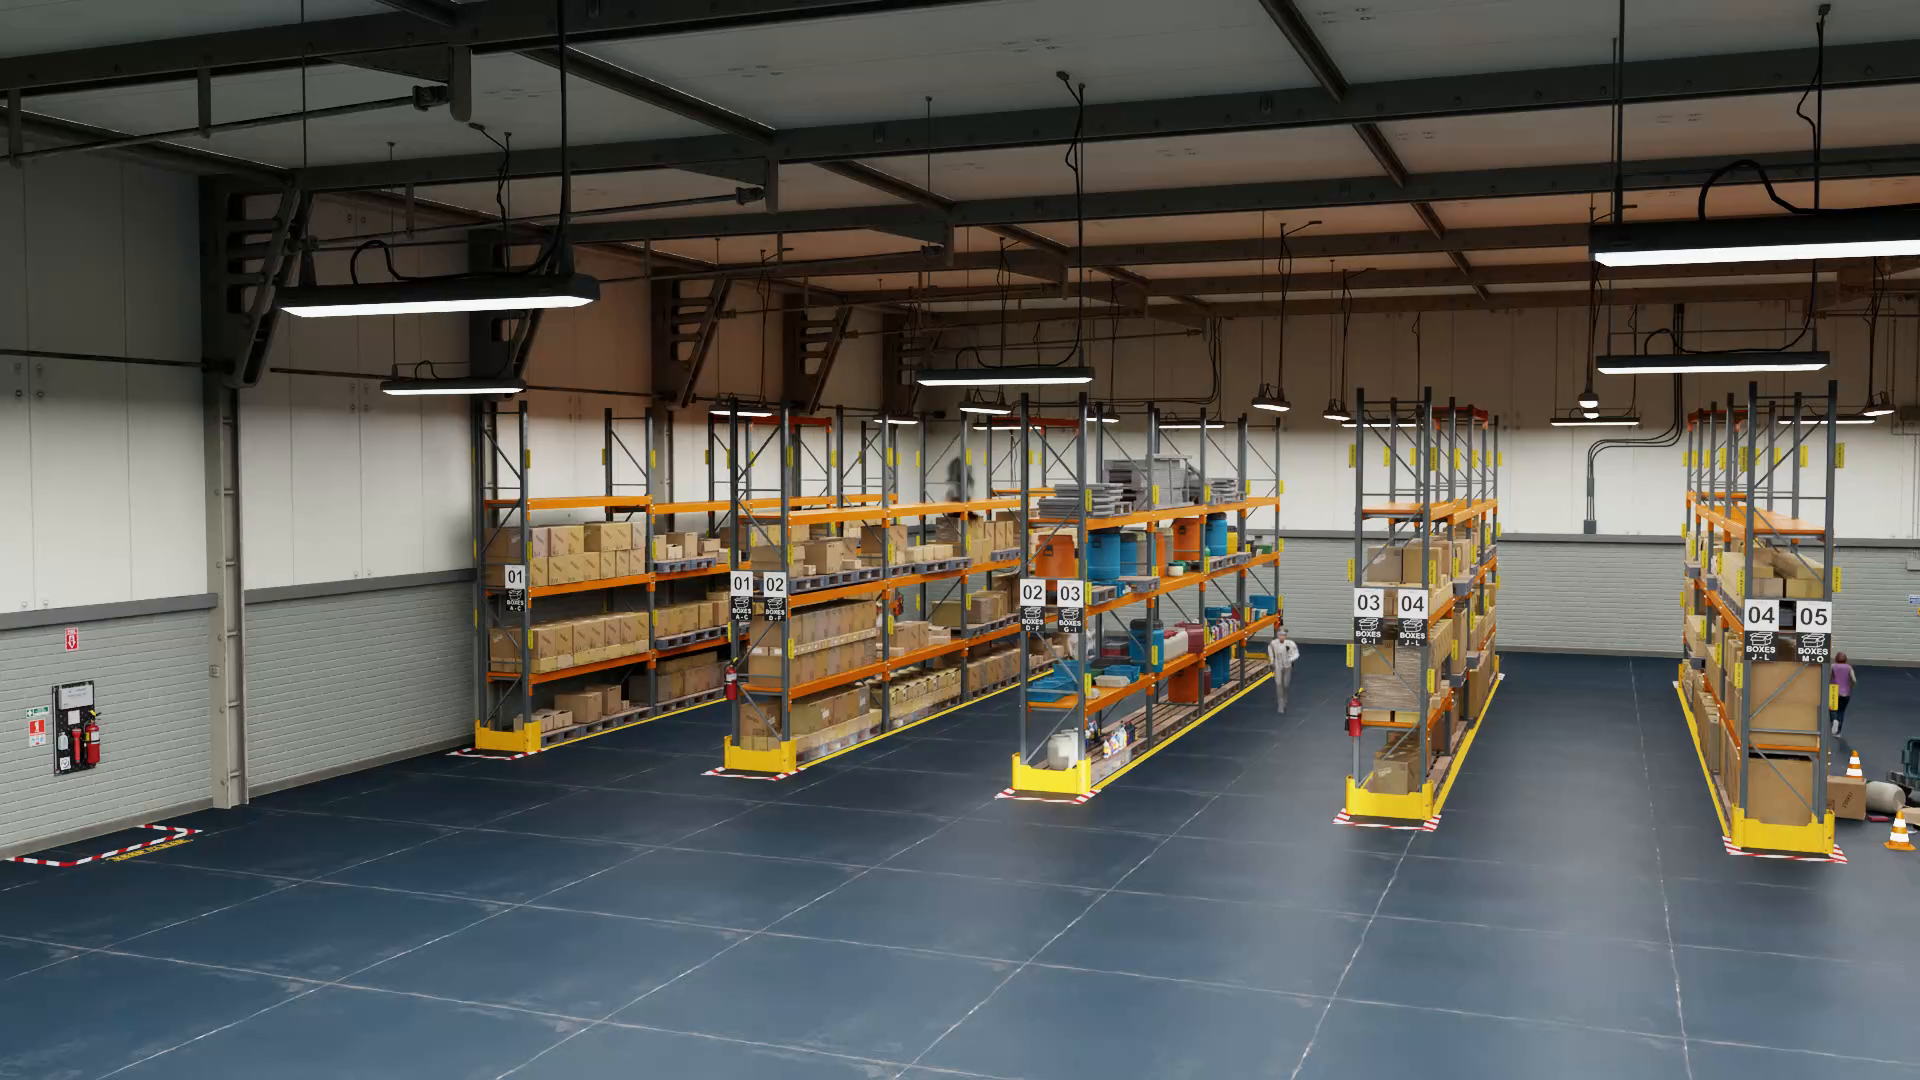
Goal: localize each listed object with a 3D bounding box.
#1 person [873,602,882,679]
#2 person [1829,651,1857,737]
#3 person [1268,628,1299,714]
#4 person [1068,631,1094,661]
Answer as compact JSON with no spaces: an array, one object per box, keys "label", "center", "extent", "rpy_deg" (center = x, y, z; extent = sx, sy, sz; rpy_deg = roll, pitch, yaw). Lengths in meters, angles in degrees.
[{"label":"person","center":[-1.901,2.271,37.114],"extent":[0.639,1.776,0.968],"rpy_deg":[0,3,10]},{"label":"person","center":[15.787,2.773,29.833],"extent":[0.520,1.554,0.533],"rpy_deg":[1,3,21]},{"label":"person","center":[6.417,2.569,33.120],"extent":[0.568,1.684,1.058],"rpy_deg":[1,3,12]},{"label":"person","center":[2.573,2.488,35.499],"extent":[0.607,1.610,0.688],"rpy_deg":[1,3,17]}]
